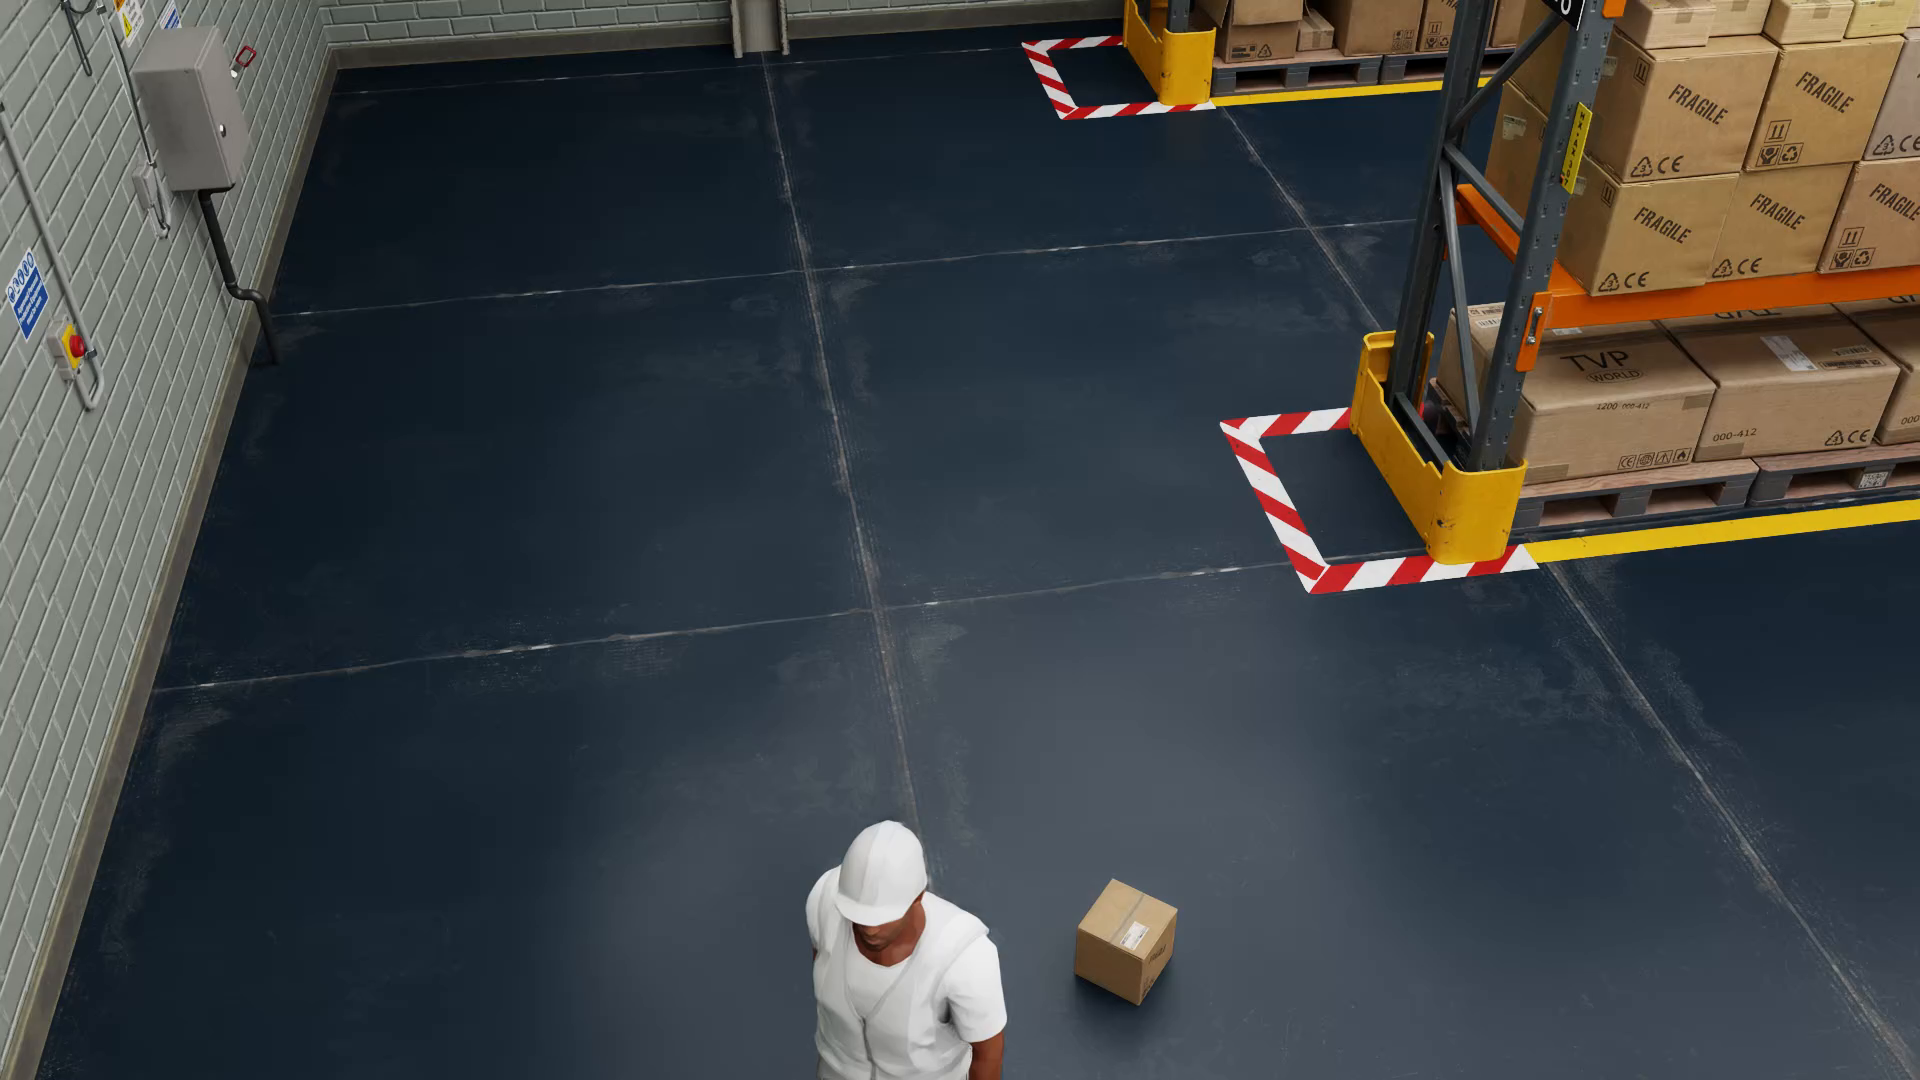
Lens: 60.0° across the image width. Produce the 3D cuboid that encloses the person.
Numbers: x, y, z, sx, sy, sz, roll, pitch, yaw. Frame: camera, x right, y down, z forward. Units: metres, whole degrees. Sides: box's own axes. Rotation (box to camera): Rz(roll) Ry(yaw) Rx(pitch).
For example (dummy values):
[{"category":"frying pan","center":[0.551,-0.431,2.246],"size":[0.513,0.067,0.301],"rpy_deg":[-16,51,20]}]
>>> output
[{"category":"person","center":[-0.156,1.365,4.437],"size":[0.600,1.712,1.095],"rpy_deg":[13,40,15]}]
